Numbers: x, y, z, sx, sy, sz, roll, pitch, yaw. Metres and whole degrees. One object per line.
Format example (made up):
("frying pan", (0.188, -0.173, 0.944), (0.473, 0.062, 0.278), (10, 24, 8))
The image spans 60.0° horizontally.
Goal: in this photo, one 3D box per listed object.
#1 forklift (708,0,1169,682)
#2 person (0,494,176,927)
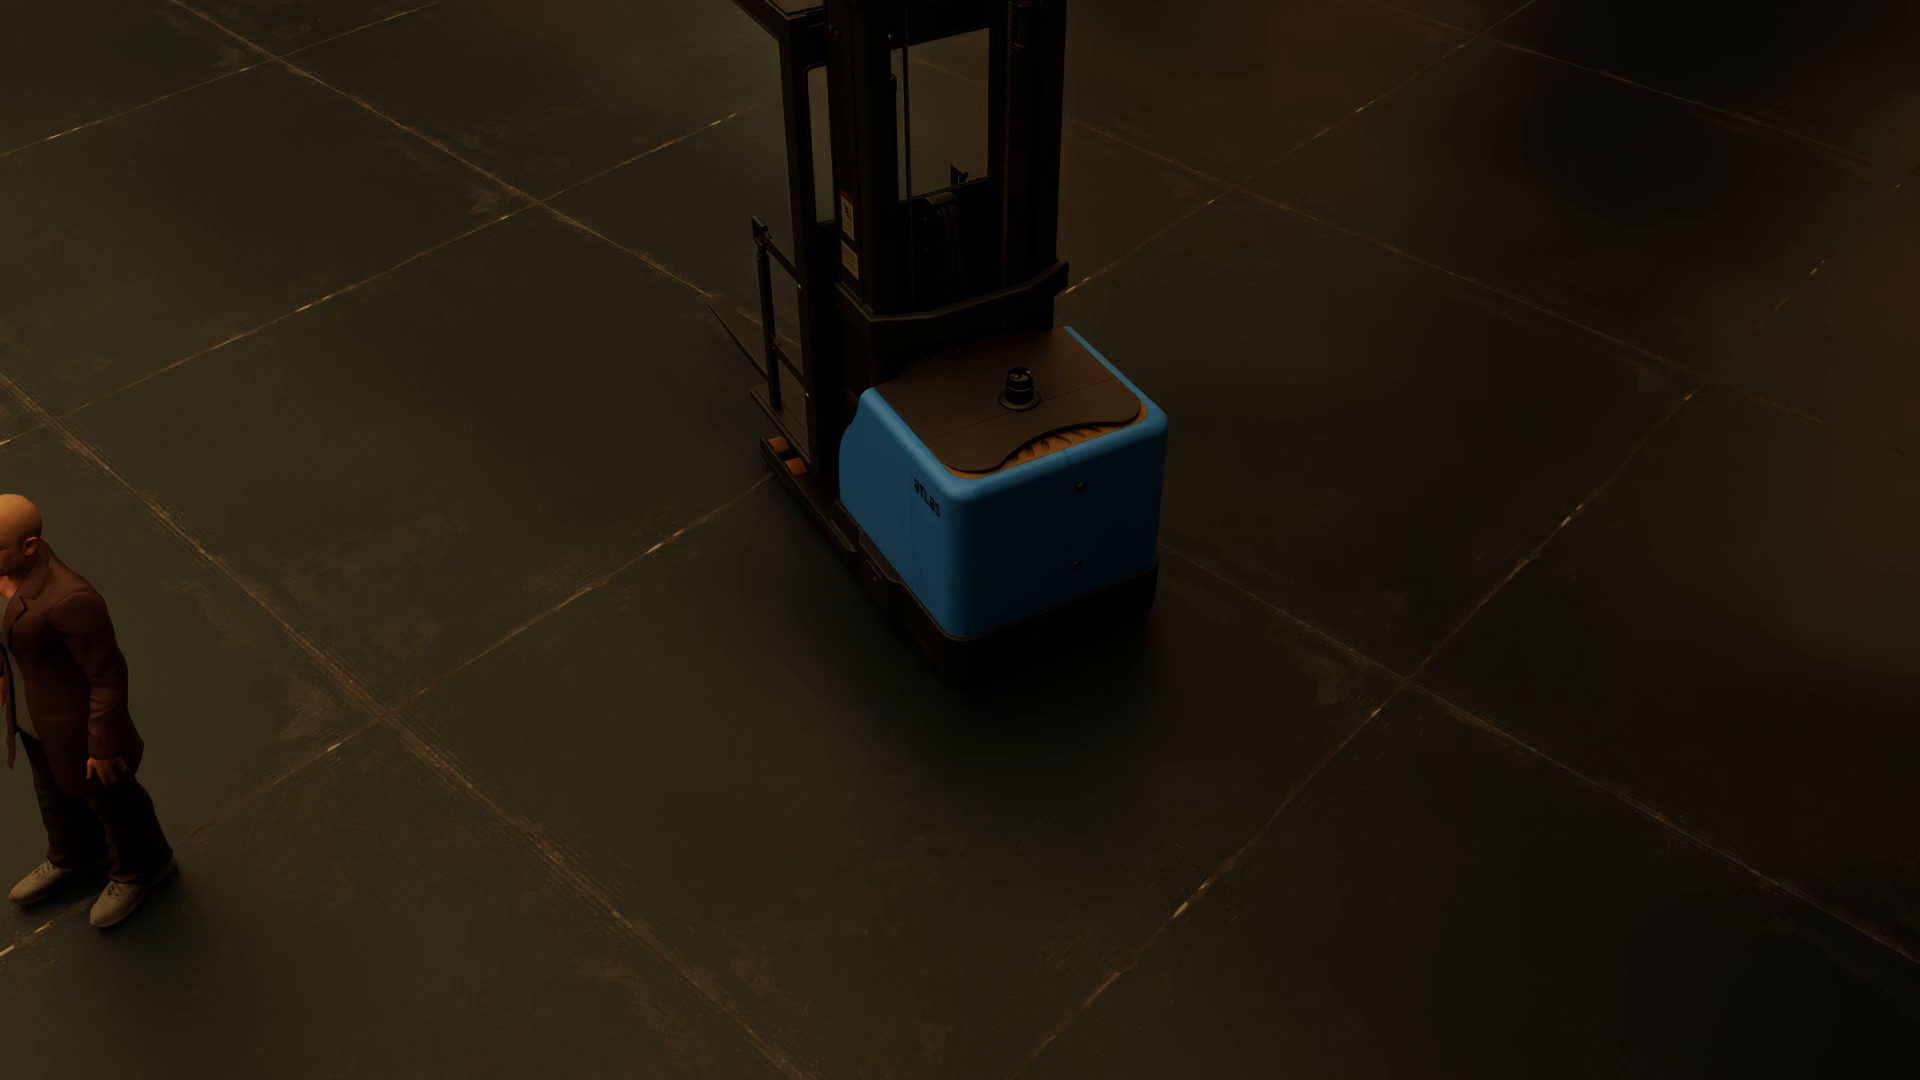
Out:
("forklift", (-0.307, -1.470, 7.142), (1.130, 2.935, 3.031), (-20, 45, -22))
("person", (-3.073, 0.625, 5.574), (0.698, 1.777, 0.580), (25, 47, 26))
